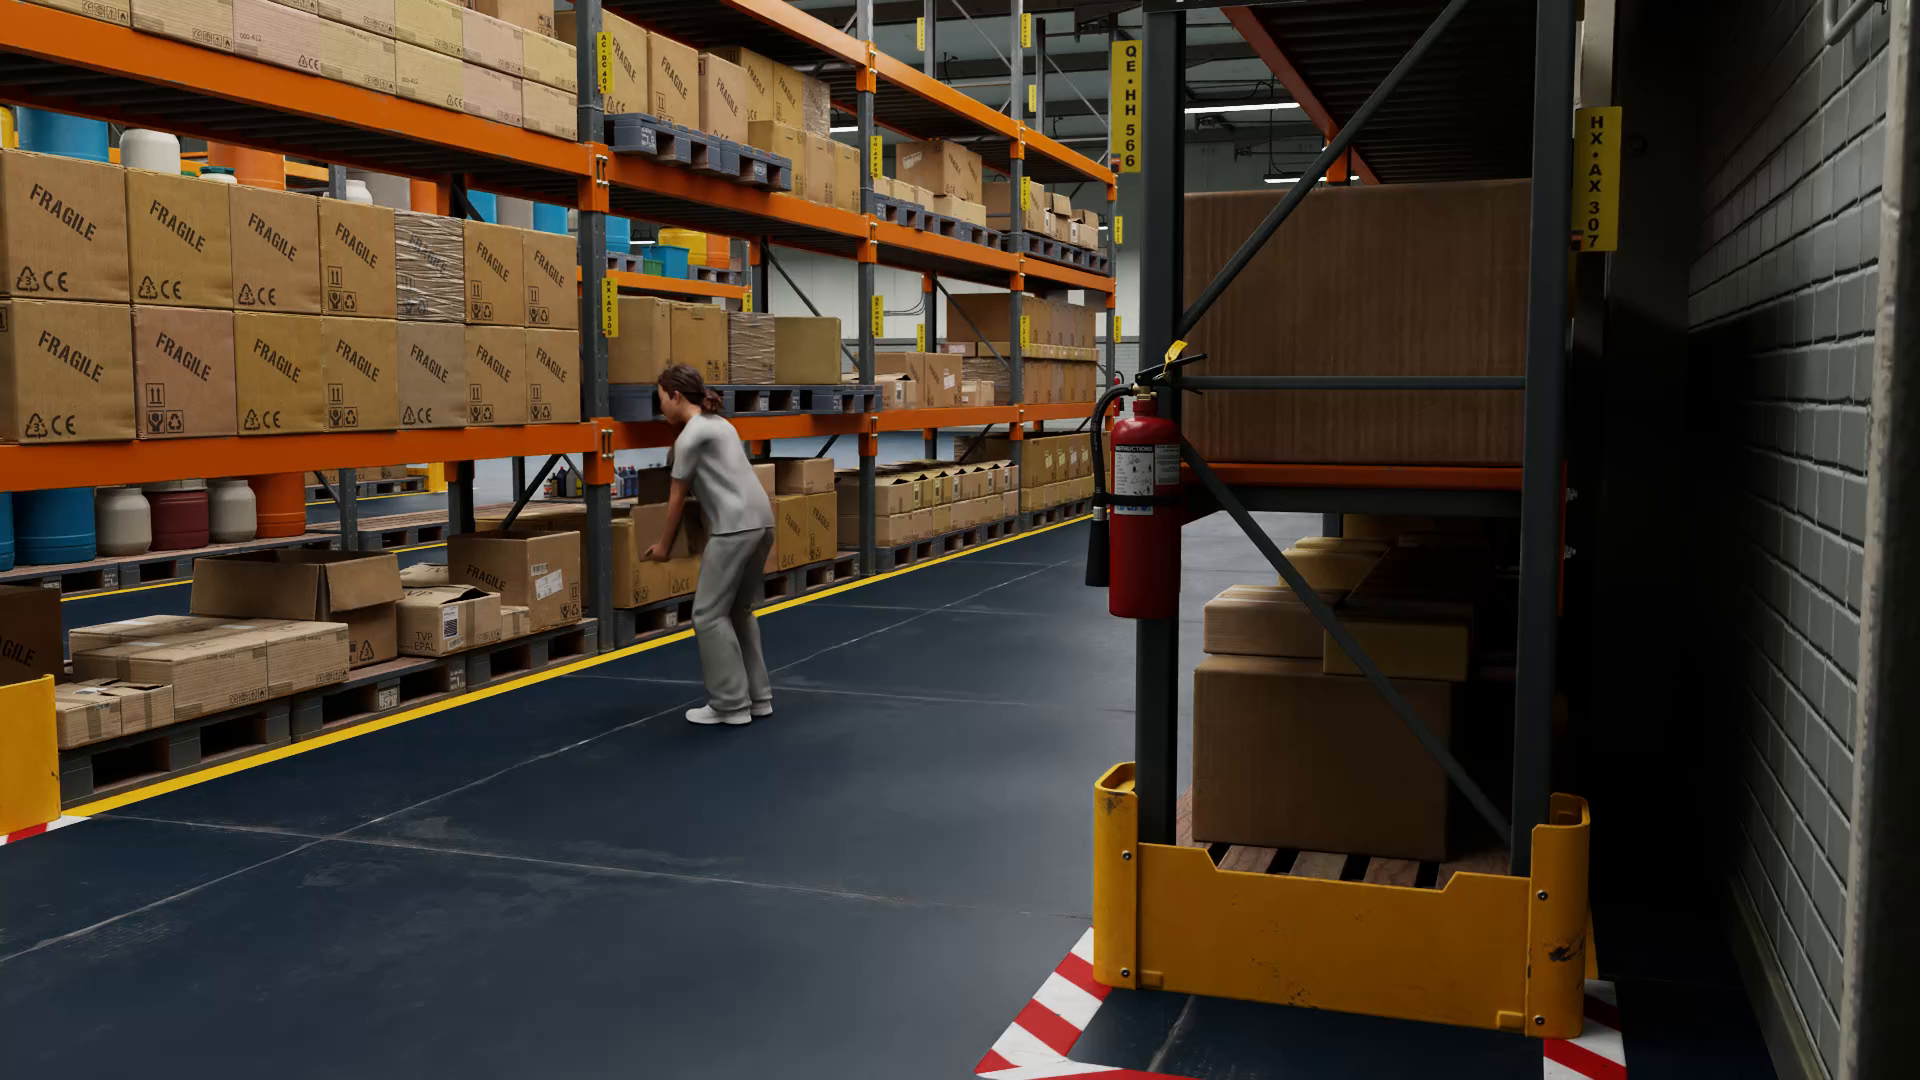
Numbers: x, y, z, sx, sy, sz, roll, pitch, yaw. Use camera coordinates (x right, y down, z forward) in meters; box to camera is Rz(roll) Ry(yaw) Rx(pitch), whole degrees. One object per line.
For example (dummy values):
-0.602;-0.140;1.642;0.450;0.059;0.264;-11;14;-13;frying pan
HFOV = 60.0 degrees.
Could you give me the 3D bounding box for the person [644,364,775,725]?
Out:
-1.117;0.013;7.480;0.550;1.606;0.407;2;6;18;person
